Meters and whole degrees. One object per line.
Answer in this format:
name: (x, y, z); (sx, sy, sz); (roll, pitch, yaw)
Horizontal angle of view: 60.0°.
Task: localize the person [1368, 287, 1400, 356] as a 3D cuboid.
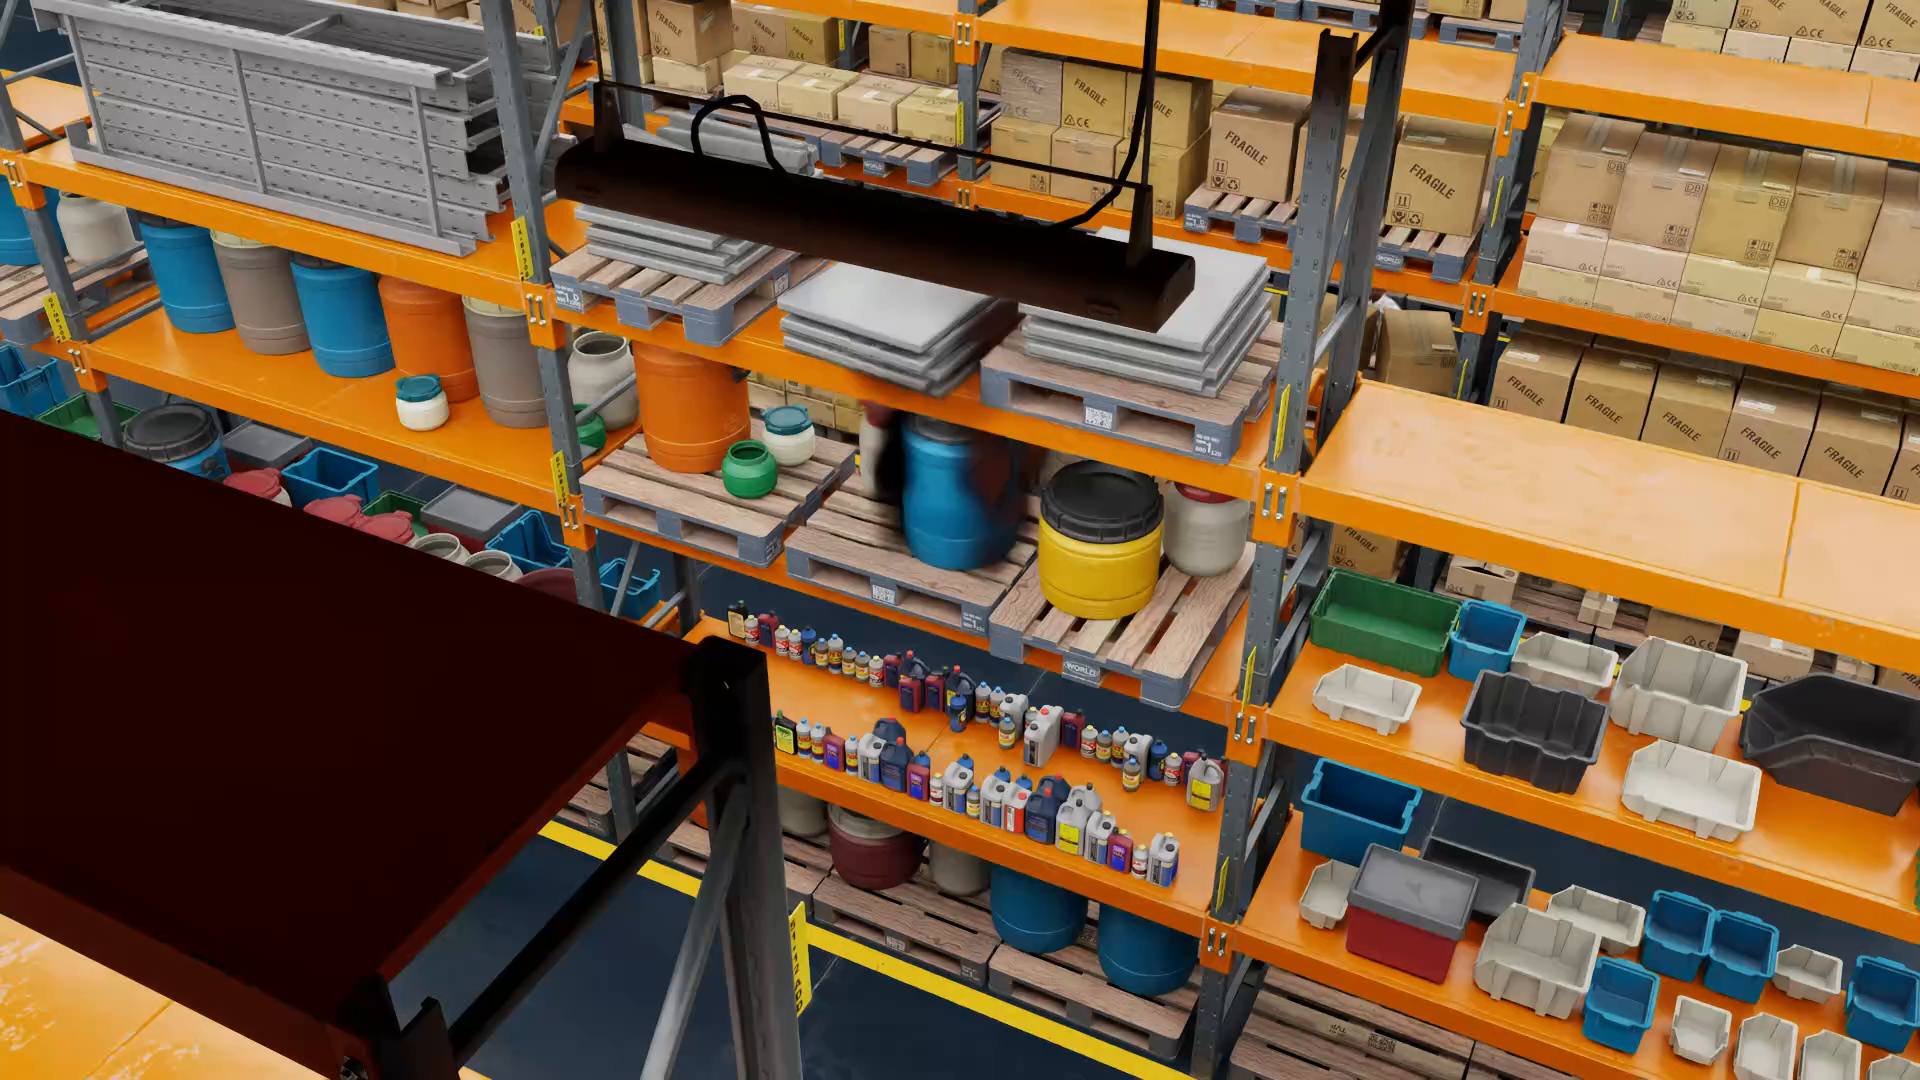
person: (3.633, -1.567, 14.687); (0.574, 1.690, 0.627); (-7, 36, -9)
